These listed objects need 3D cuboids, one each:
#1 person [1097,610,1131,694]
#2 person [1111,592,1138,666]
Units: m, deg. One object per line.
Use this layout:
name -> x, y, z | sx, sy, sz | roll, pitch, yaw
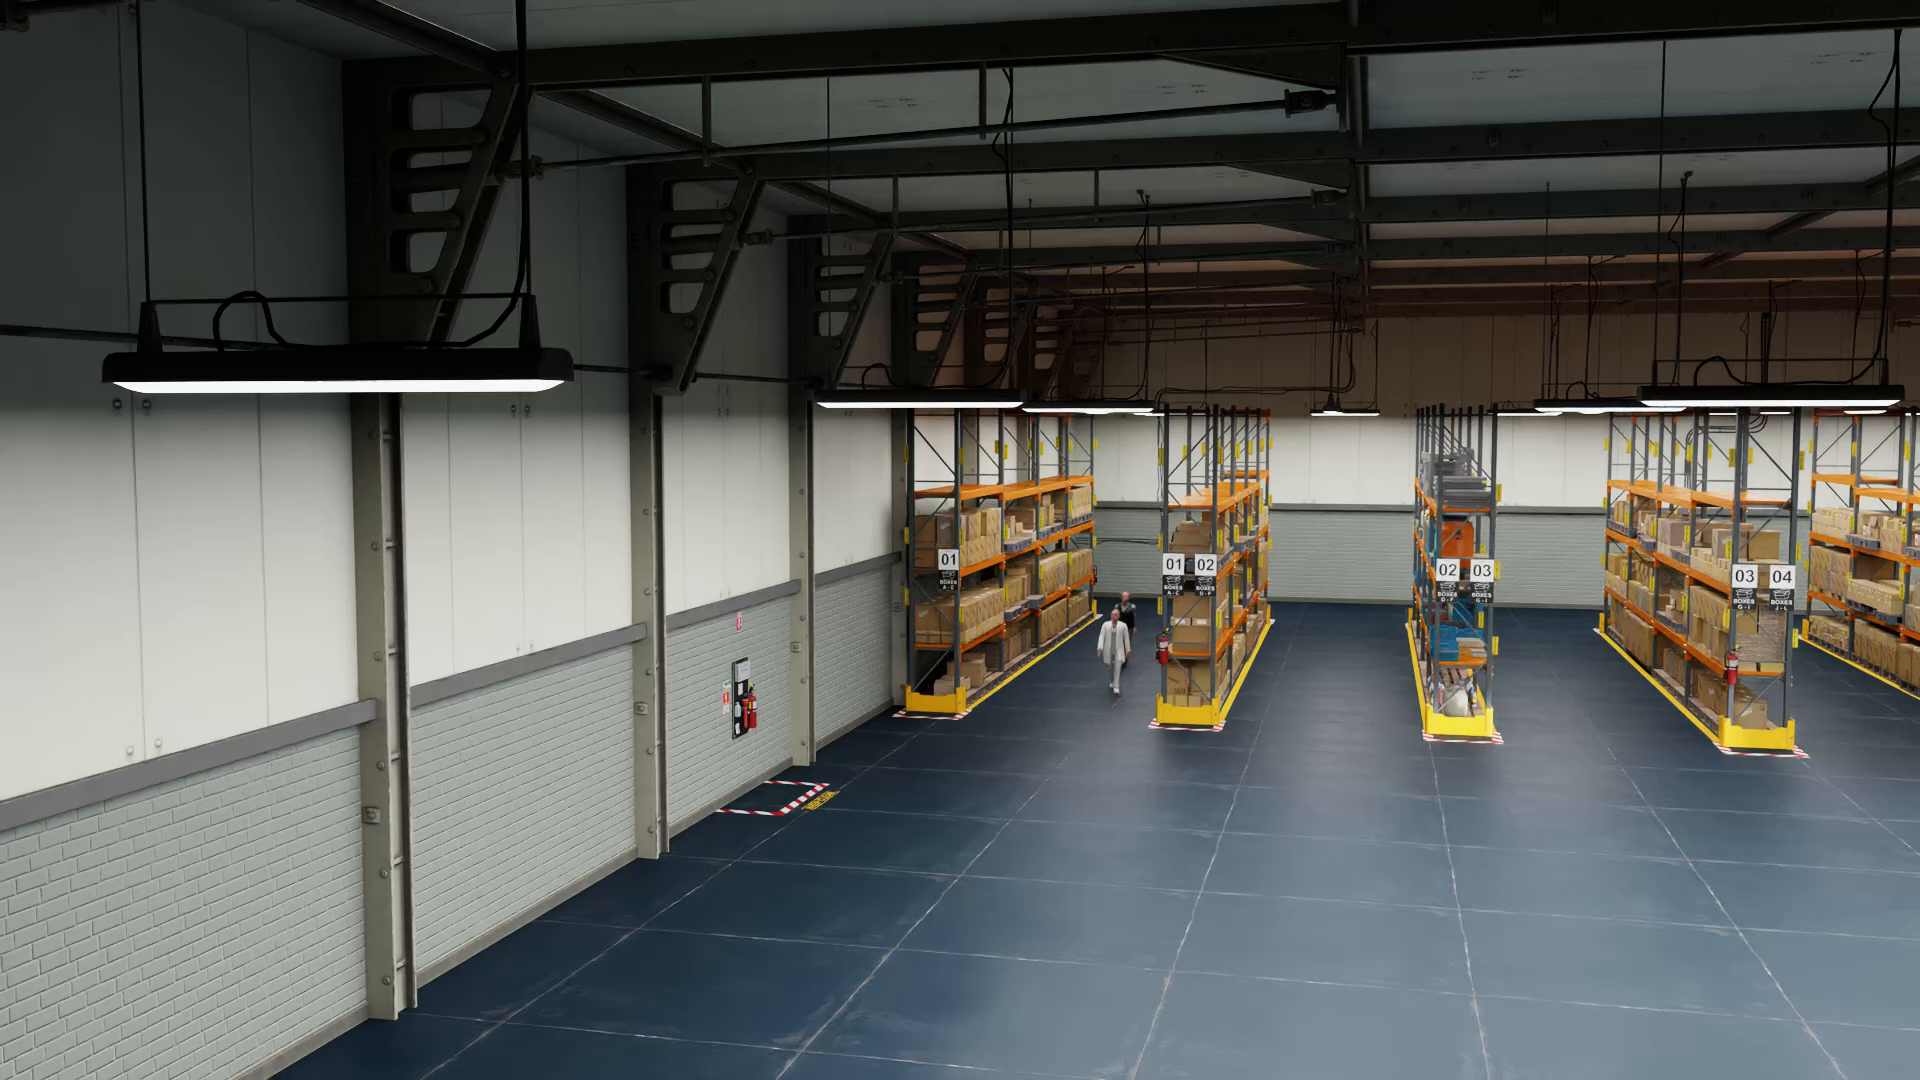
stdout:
person -> 3.219, 2.317, 34.769 | 0.684, 1.712, 1.171 | 1, 4, 10
person -> 3.788, 2.053, 38.638 | 0.579, 1.668, 1.015 | 2, 5, 24
